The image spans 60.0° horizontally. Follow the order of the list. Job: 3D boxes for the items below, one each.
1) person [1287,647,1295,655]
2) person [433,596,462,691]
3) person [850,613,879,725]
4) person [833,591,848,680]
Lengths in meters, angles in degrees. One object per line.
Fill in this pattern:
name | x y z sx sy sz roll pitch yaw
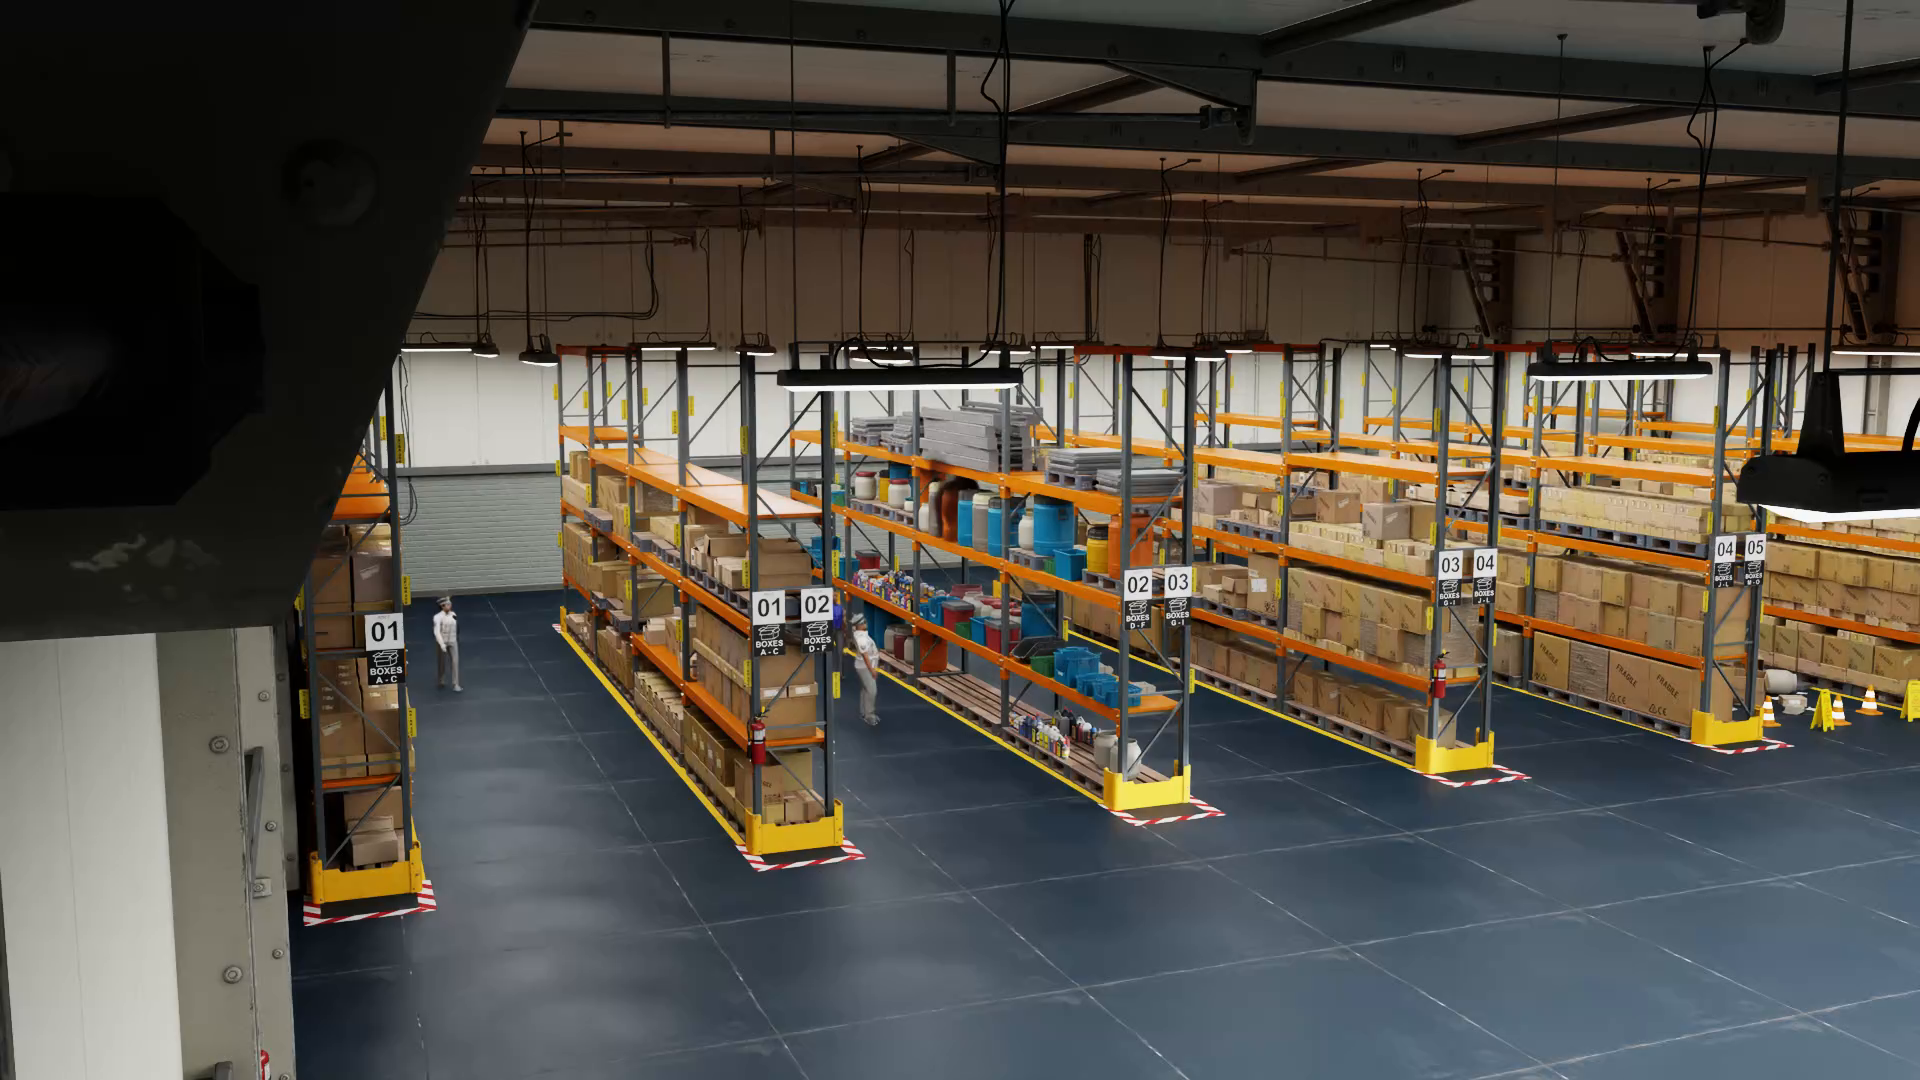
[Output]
person | 6.239 1.513 31.047 0.525 1.793 0.660 -2 7 -12
person | -9.017 1.802 29.197 0.437 1.639 0.959 -4 8 -27
person | -1.497 2.091 26.839 0.529 1.857 0.575 1 7 6
person | -2.272 1.715 30.221 0.508 1.598 0.980 -1 7 -9
